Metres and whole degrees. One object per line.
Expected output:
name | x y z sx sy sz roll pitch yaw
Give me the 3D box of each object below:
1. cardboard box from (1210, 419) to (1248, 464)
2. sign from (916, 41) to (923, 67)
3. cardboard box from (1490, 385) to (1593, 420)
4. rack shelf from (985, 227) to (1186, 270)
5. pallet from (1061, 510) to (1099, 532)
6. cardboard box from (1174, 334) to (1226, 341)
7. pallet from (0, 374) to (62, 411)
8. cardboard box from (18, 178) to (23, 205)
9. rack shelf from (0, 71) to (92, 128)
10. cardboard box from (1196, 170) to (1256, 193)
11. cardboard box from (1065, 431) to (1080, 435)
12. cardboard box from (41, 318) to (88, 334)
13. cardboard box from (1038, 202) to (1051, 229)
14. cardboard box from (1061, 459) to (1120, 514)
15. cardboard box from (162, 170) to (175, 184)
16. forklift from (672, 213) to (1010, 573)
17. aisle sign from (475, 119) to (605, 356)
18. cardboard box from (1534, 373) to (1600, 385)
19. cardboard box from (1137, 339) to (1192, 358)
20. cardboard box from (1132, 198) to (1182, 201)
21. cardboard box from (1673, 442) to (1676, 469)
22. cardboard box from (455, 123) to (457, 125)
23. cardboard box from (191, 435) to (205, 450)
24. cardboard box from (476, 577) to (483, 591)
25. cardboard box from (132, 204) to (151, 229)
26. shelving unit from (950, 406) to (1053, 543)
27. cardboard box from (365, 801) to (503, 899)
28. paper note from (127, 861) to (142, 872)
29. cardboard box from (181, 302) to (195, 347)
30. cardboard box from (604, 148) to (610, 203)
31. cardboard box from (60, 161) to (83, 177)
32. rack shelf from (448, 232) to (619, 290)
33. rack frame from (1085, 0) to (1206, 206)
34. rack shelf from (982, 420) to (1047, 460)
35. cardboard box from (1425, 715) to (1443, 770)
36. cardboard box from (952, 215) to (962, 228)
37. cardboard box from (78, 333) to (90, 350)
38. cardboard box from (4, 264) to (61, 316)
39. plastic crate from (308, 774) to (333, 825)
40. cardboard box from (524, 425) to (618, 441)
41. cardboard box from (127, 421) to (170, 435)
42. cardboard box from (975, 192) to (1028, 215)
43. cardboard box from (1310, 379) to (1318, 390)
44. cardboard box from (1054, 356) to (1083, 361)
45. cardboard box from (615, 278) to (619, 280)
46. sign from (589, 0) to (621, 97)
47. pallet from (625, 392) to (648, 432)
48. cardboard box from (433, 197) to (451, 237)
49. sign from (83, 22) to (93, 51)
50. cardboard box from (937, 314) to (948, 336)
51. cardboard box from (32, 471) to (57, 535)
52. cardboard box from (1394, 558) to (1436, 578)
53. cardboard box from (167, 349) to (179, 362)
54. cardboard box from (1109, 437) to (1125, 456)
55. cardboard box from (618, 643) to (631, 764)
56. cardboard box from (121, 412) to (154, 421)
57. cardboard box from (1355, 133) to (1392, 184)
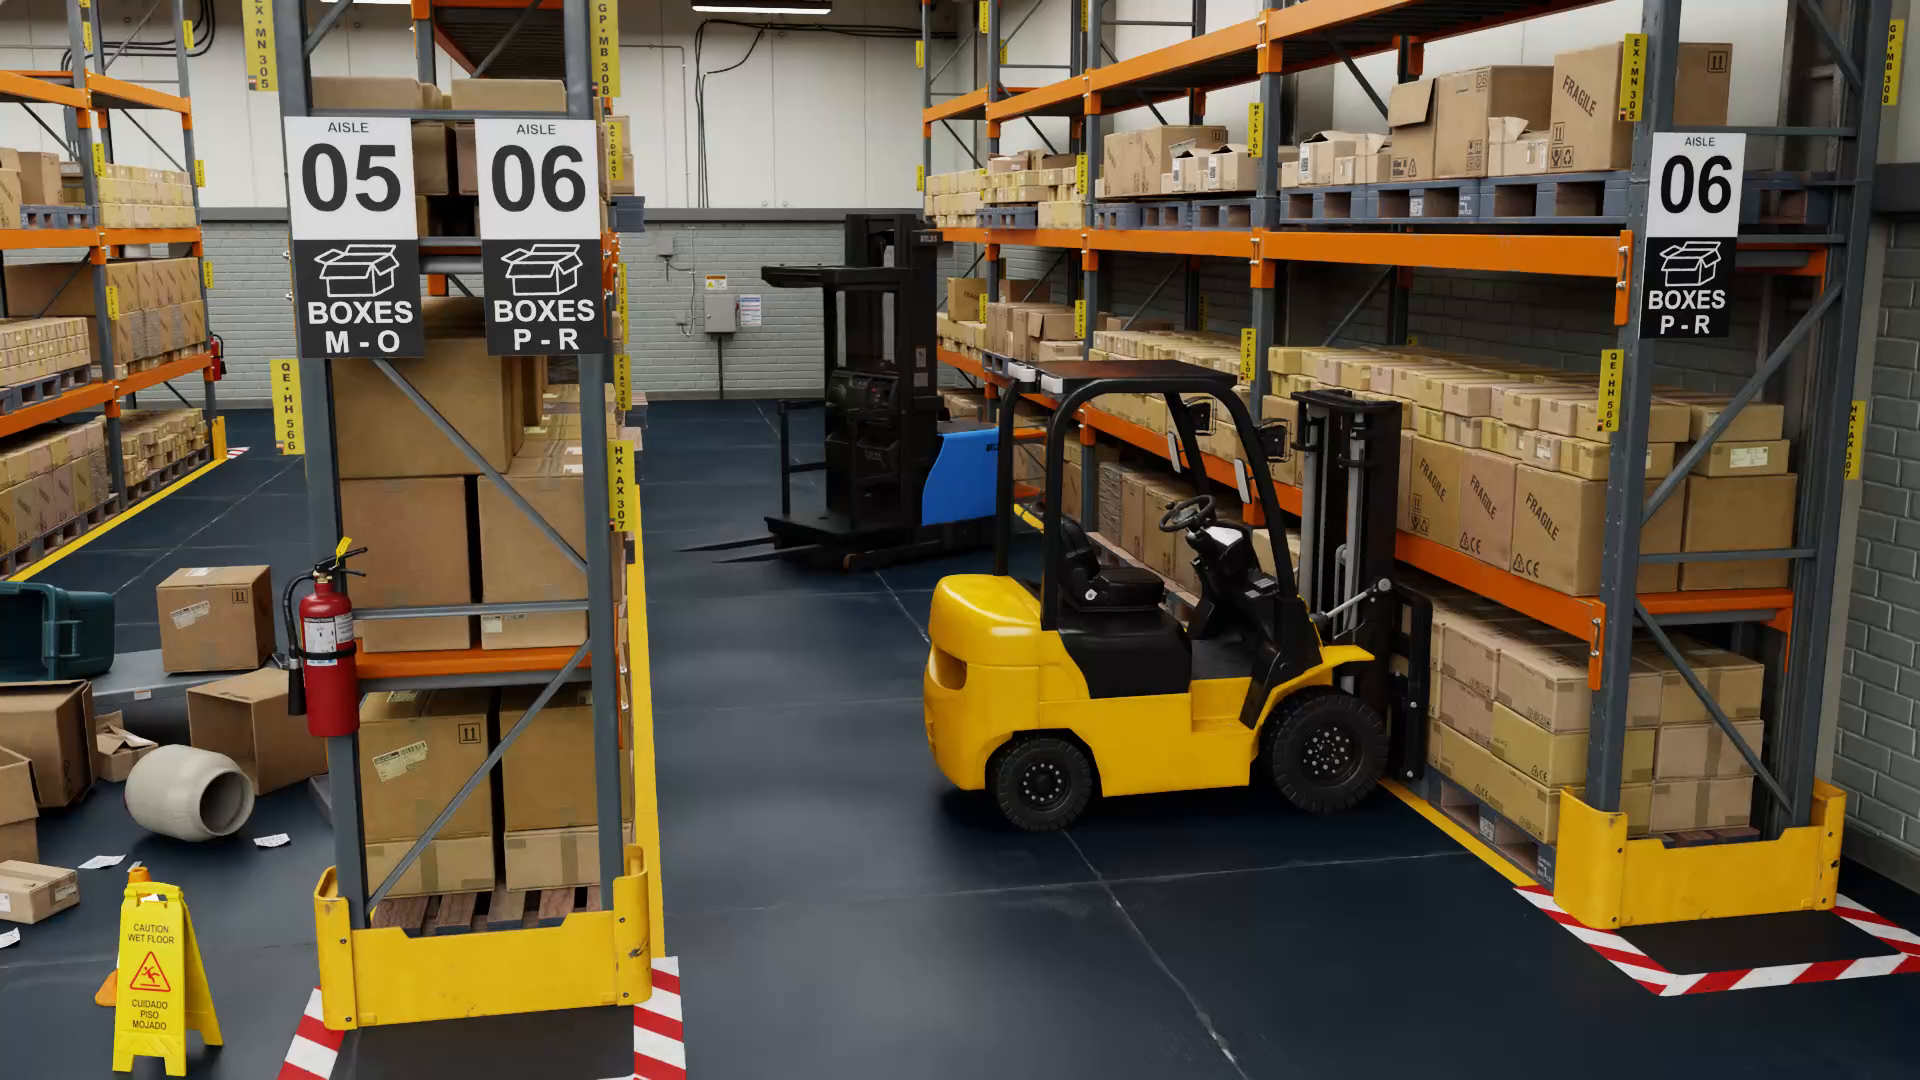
cardboard box | 1.996 -0.670 11.150 0.500 0.250 0.500 -2 11 -10
sign | -0.515 -6.287 21.505 0.100 0.325 0.005 -2 11 -11
cardboard box | 2.721 -0.639 7.786 0.380 0.149 0.250 -2 11 -11
rack shelf | 1.184 -2.882 16.269 1.077 0.370 4.000 -2 11 -11
pallet | 1.465 -0.163 15.542 1.003 0.211 1.213 -2 11 -11
cardboard box | 1.986 -1.616 13.718 0.380 0.149 0.250 -2 11 -11
pallet | -8.556 -1.282 14.478 1.003 0.211 1.213 -2 11 -11
cardboard box | -8.944 -3.216 15.215 0.500 0.311 0.500 -2 11 -12
rack shelf | -8.520 -3.779 14.031 1.077 0.370 4.000 -2 11 -11
cardboard box | 1.839 -2.457 11.397 0.380 0.149 0.250 -2 11 -11
cardboard box | 1.081 -0.968 16.139 0.380 0.149 0.250 -2 11 -12
cardboard box | -8.640 -2.057 15.993 0.380 0.149 0.250 -2 11 -8
cardboard box | 1.039 -3.064 15.703 0.500 0.250 0.500 -2 11 -11
cardboard box | 1.193 -0.535 15.600 0.500 0.500 0.500 -2 11 -12
cardboard box | -9.174 -4.133 18.917 0.380 0.149 0.250 -2 11 -10
forklift | -0.996 -1.275 14.109 3.031 2.935 1.130 -9 14 -40
aisle sign | -1.423 -1.023 5.651 0.394 0.787 0.004 -2 11 -11
cardboard box | 3.126 -0.753 8.385 0.380 0.149 0.250 -2 11 -12
cardboard box | 1.616 -1.506 13.136 0.380 0.149 0.250 -2 11 -10
cardboard box | 1.736 -3.066 14.649 0.380 0.149 0.250 -2 11 -10
cardboard box | 3.207 -0.410 7.378 0.380 0.149 0.250 -2 11 -11
cardboard box | -1.673 -1.606 6.184 0.380 0.149 0.250 -2 11 -11
cardboard box | -9.231 -1.156 19.800 0.380 0.149 0.250 -2 11 -9
cardboard box | -2.201 0.128 7.227 0.380 0.149 0.250 -2 11 -10
cardboard box | -8.929 -3.431 17.631 0.500 0.250 0.500 -2 11 -9
shelving unit | 0.330 -0.628 15.539 0.538 1.125 1.048 -8 14 -37
cardboard box | -2.165 1.255 6.863 0.500 0.250 0.500 -2 11 -11
paper note | -3.718 1.472 7.491 0.032 0.001 0.123 -2 11 -11
cardboard box | -9.252 -2.510 19.350 0.500 0.500 0.500 -2 11 -12
cardboard box | -1.869 -1.675 7.613 0.500 0.250 0.500 -2 11 -10
cardboard box | -8.728 -3.652 16.390 0.380 0.149 0.250 -2 11 -12
rack shelf | -2.906 -1.967 11.463 1.077 0.370 4.000 -2 11 -11
rack frame | 1.573 -4.342 13.994 1.000 3.000 0.127 -2 11 -11
rack shelf | 0.330 -0.915 15.484 0.538 0.278 1.000 -8 14 -37
cardboard box | 2.552 0.959 8.421 0.500 0.250 0.500 -2 11 -10
cardboard box | 0.107 -3.815 19.920 0.380 0.149 0.250 -2 11 -10
cardboard box | -8.638 -1.912 16.025 0.380 0.149 0.250 -2 11 -9
cardboard box | -9.266 -2.511 16.685 0.500 0.500 0.500 -3 11 -13
plastic crate | -3.016 1.272 8.352 0.402 0.080 0.583 -6 13 -31
cardboard box | -1.764 -0.227 7.356 0.500 0.500 0.500 -2 11 -12
cardboard box | -9.131 -1.252 18.715 0.380 0.149 0.250 -3 11 -13
cardboard box | 0.455 -3.754 18.532 0.500 0.250 0.500 -2 11 -11
cardboard box | 2.285 -0.867 9.778 0.380 0.149 0.250 -2 11 -11
cardboard box | 1.069 -1.584 15.099 0.380 0.149 0.250 -2 11 -10
cardboard box | -3.740 -2.415 16.972 0.500 0.500 0.500 -2 11 -9
sign | -1.207 -1.669 5.636 0.100 0.325 0.005 -2 11 -11
pallet | -3.052 -0.992 12.955 1.213 0.211 1.003 -2 11 -11
cardboard box | -2.182 -1.246 6.424 0.380 0.149 0.250 -2 11 -9
sign | -10.219 -5.907 19.509 0.100 0.325 0.005 -2 11 -11
cardboard box | -0.061 -2.749 21.276 0.500 0.250 0.500 -2 11 -10
cardboard box | -8.224 -0.318 14.462 0.500 0.500 0.500 -2 11 -12
cardboard box | 2.335 0.277 9.327 0.500 0.250 0.500 -2 11 -9
cardboard box | -9.177 -2.121 19.046 0.380 0.149 0.250 -3 11 -14
cardboard box | 1.625 -0.891 15.736 0.380 0.149 0.250 -2 11 -10
cardboard box | -1.736 0.772 7.398 0.500 0.500 0.500 -3 11 -13
cardboard box | -9.747 -1.426 19.628 0.380 0.149 0.250 -2 11 -10
cardboard box | 2.342 -2.041 8.896 0.396 0.266 0.258 -2 11 -12
